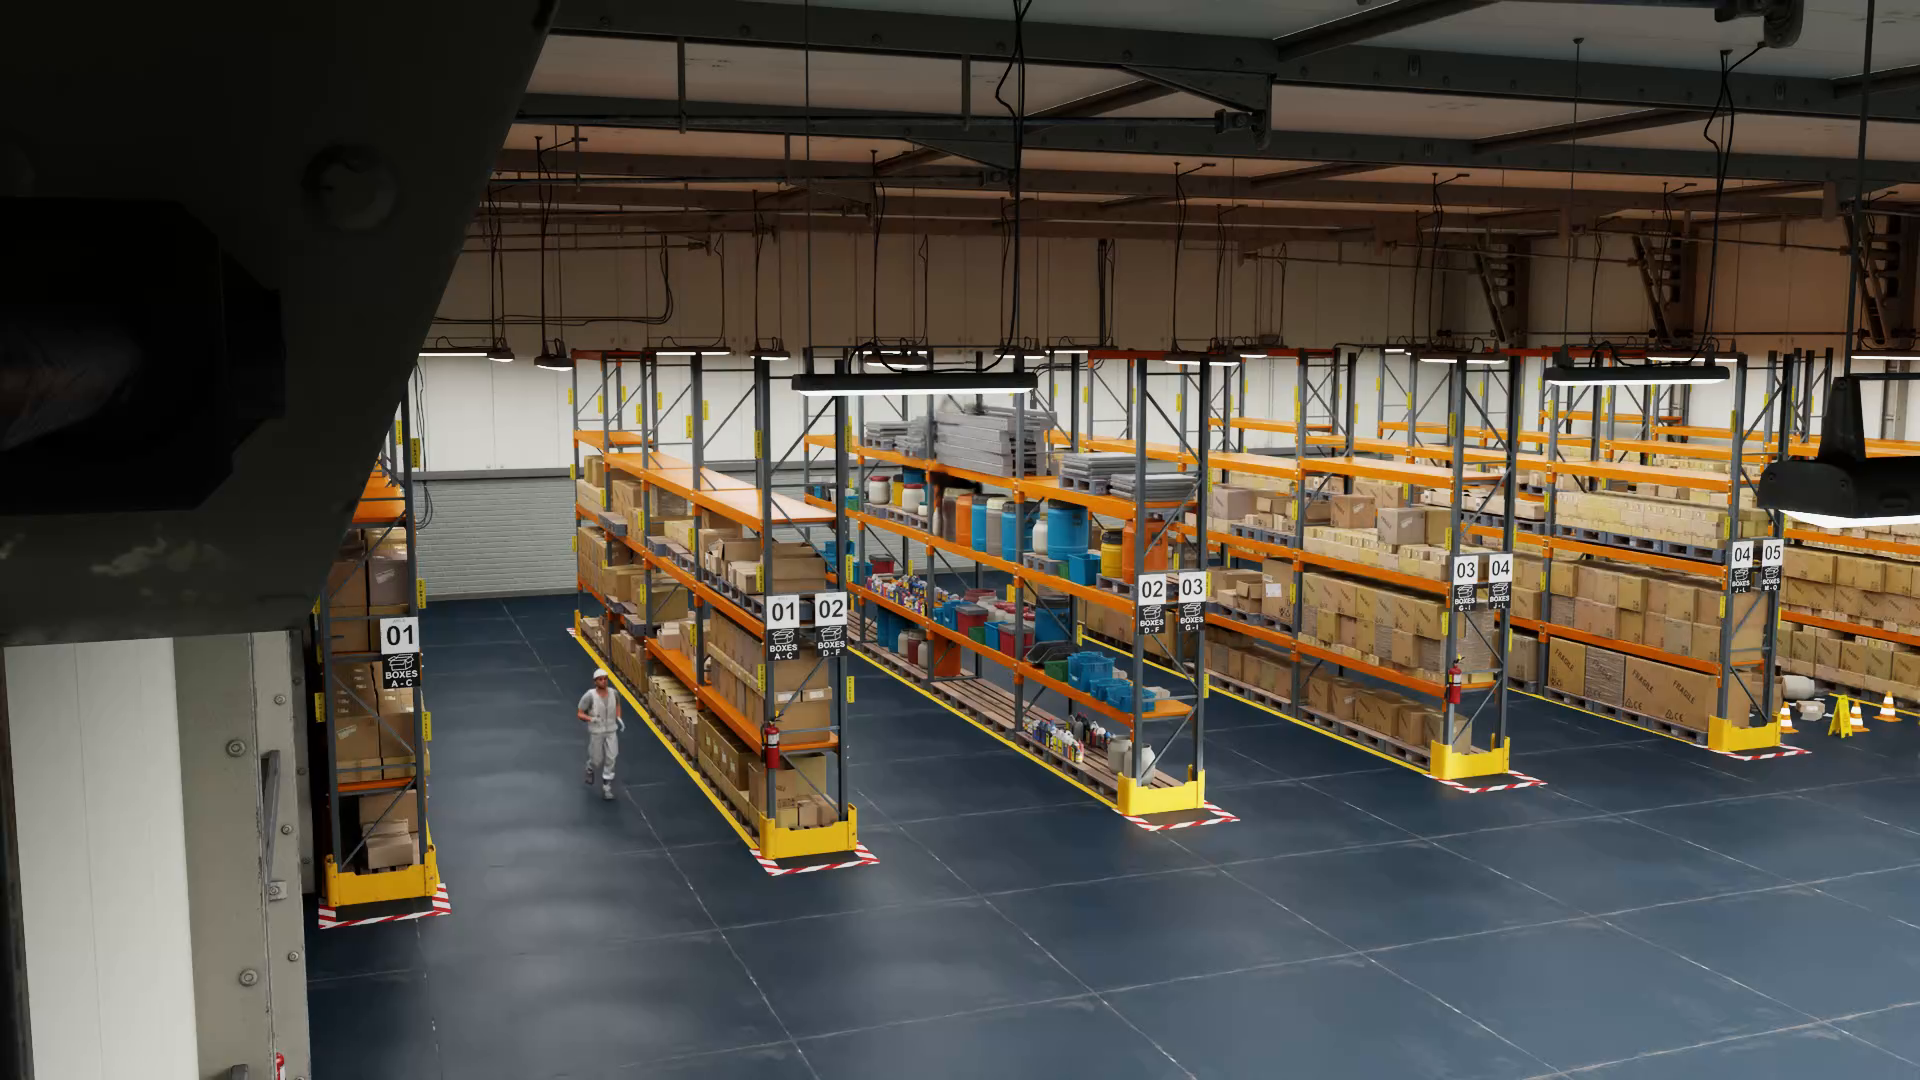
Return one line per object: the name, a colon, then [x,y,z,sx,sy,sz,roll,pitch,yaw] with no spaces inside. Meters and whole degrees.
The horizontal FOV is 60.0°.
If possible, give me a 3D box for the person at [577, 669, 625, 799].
person: [-4.923,2.627,22.799,0.663,1.757,0.782,-5,8,-32]
